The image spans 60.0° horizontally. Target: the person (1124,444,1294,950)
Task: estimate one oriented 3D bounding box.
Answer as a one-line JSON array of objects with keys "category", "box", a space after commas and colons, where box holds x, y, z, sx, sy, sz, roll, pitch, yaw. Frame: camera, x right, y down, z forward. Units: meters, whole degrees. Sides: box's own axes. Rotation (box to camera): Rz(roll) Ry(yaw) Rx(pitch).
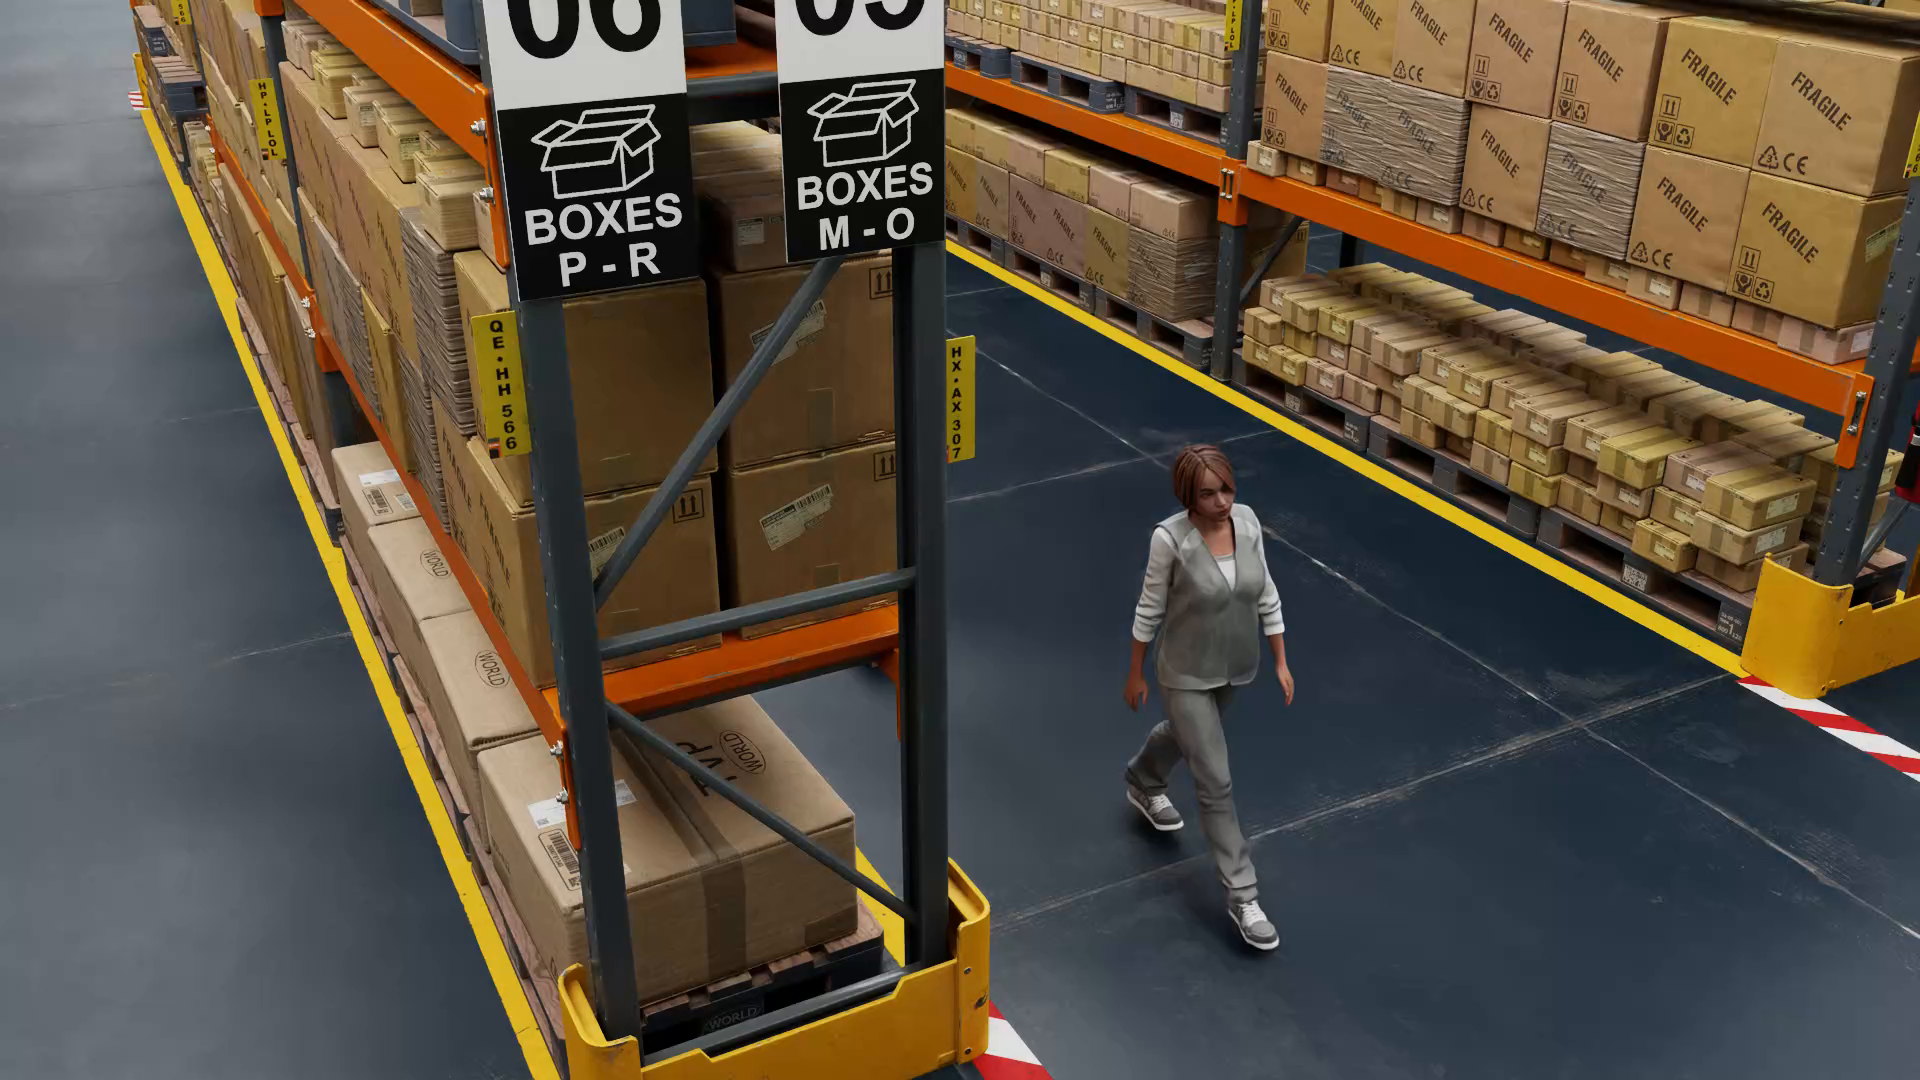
[{"category": "person", "box": [0.803, 0.424, 5.245, 0.457, 1.526, 0.925, -14, 29, -26]}]
